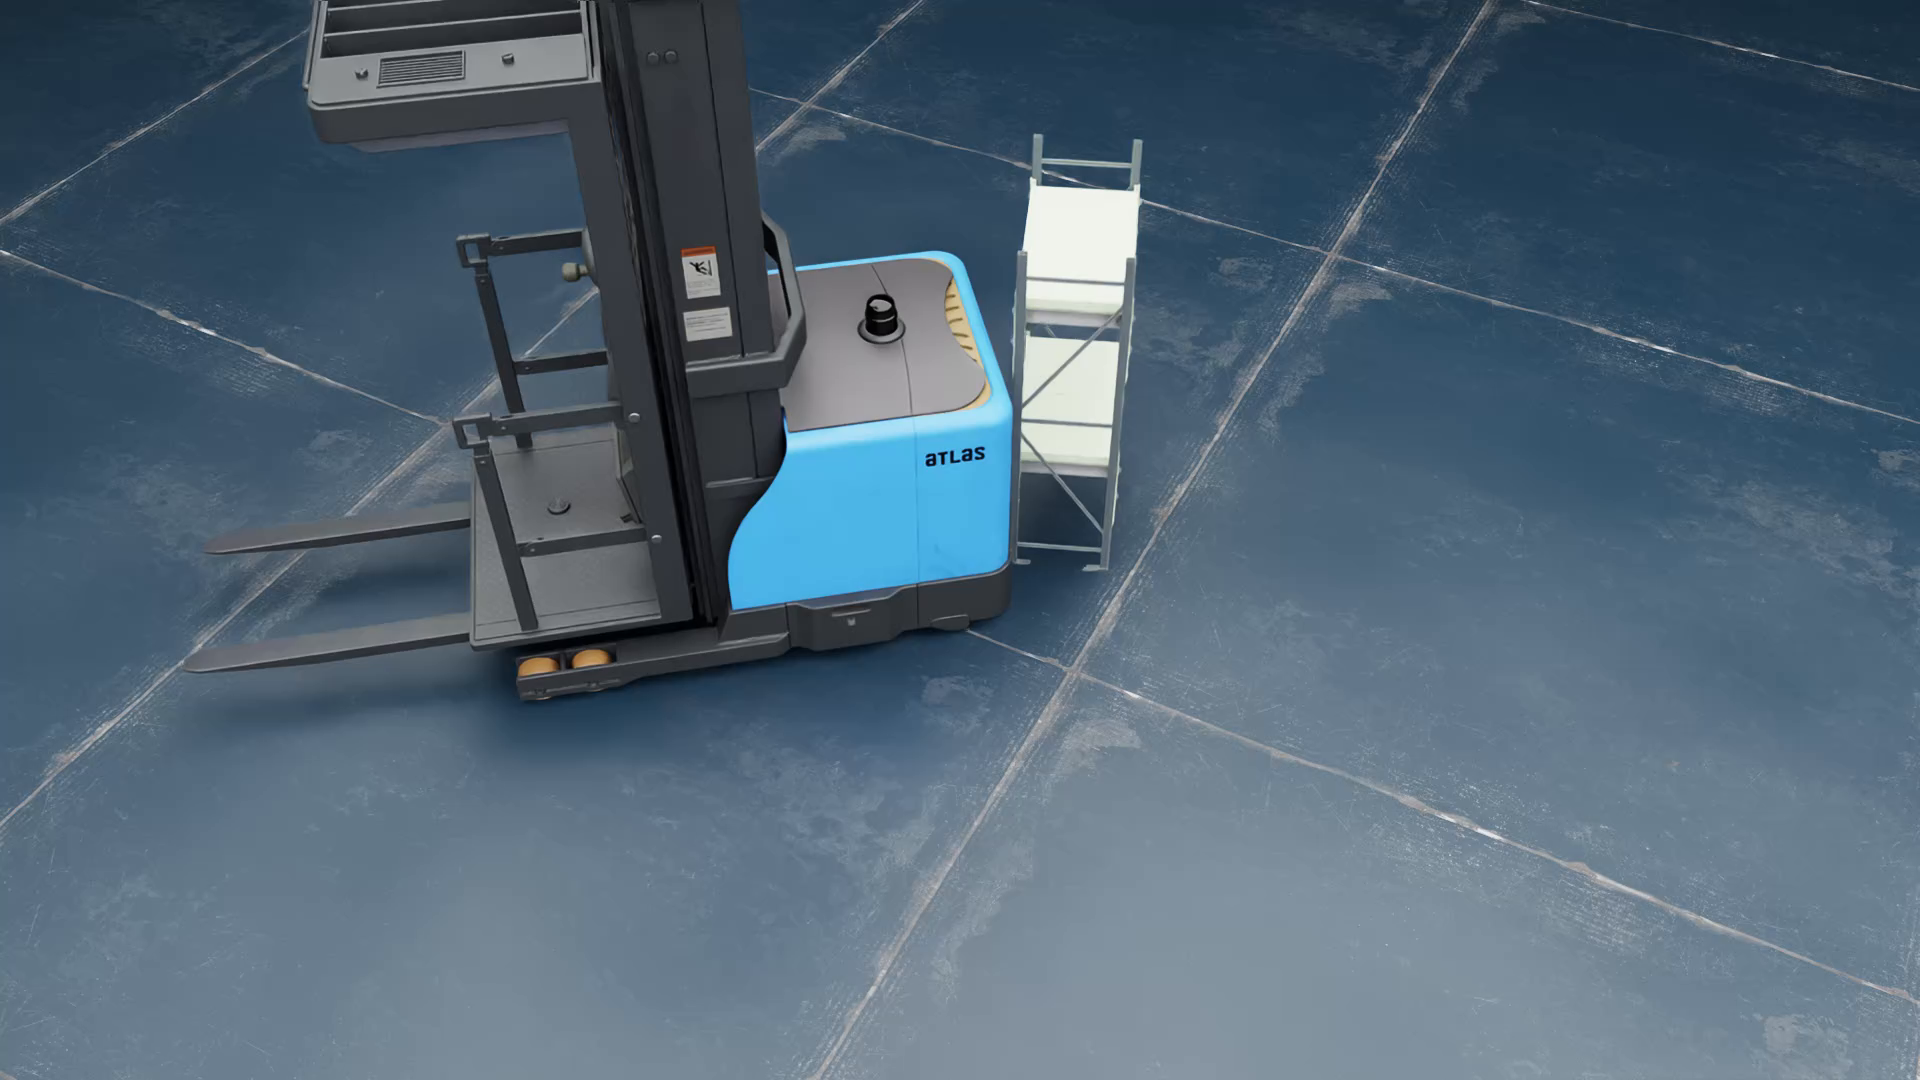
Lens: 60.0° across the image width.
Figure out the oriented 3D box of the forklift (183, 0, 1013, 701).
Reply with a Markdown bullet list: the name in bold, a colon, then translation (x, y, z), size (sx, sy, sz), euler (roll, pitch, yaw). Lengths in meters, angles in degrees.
- **forklift**: translation (-1.374, -0.849, 5.529), size (3.031, 2.935, 1.130), euler (-8, 46, -8)

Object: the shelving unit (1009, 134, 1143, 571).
- **shelving unit**: translation (0.431, -0.685, 6.373), size (0.431, 1.500, 0.755), euler (4, 45, 4)

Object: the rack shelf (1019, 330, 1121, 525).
- **rack shelf**: translation (0.431, -0.456, 6.605), size (0.431, 0.370, 0.720), euler (4, 45, 4)

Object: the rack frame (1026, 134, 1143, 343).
- **rack frame**: translation (0.469, -0.944, 6.629), size (0.400, 1.500, 0.023), euler (4, 45, 4)

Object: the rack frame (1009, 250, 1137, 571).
- **rack frame**: translation (0.392, -0.426, 6.117), size (0.400, 1.500, 0.023), euler (4, 45, 4)

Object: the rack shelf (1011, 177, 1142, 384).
- **rack shelf**: translation (0.431, -0.959, 6.095), size (0.431, 0.370, 0.720), euler (4, 45, 4)
